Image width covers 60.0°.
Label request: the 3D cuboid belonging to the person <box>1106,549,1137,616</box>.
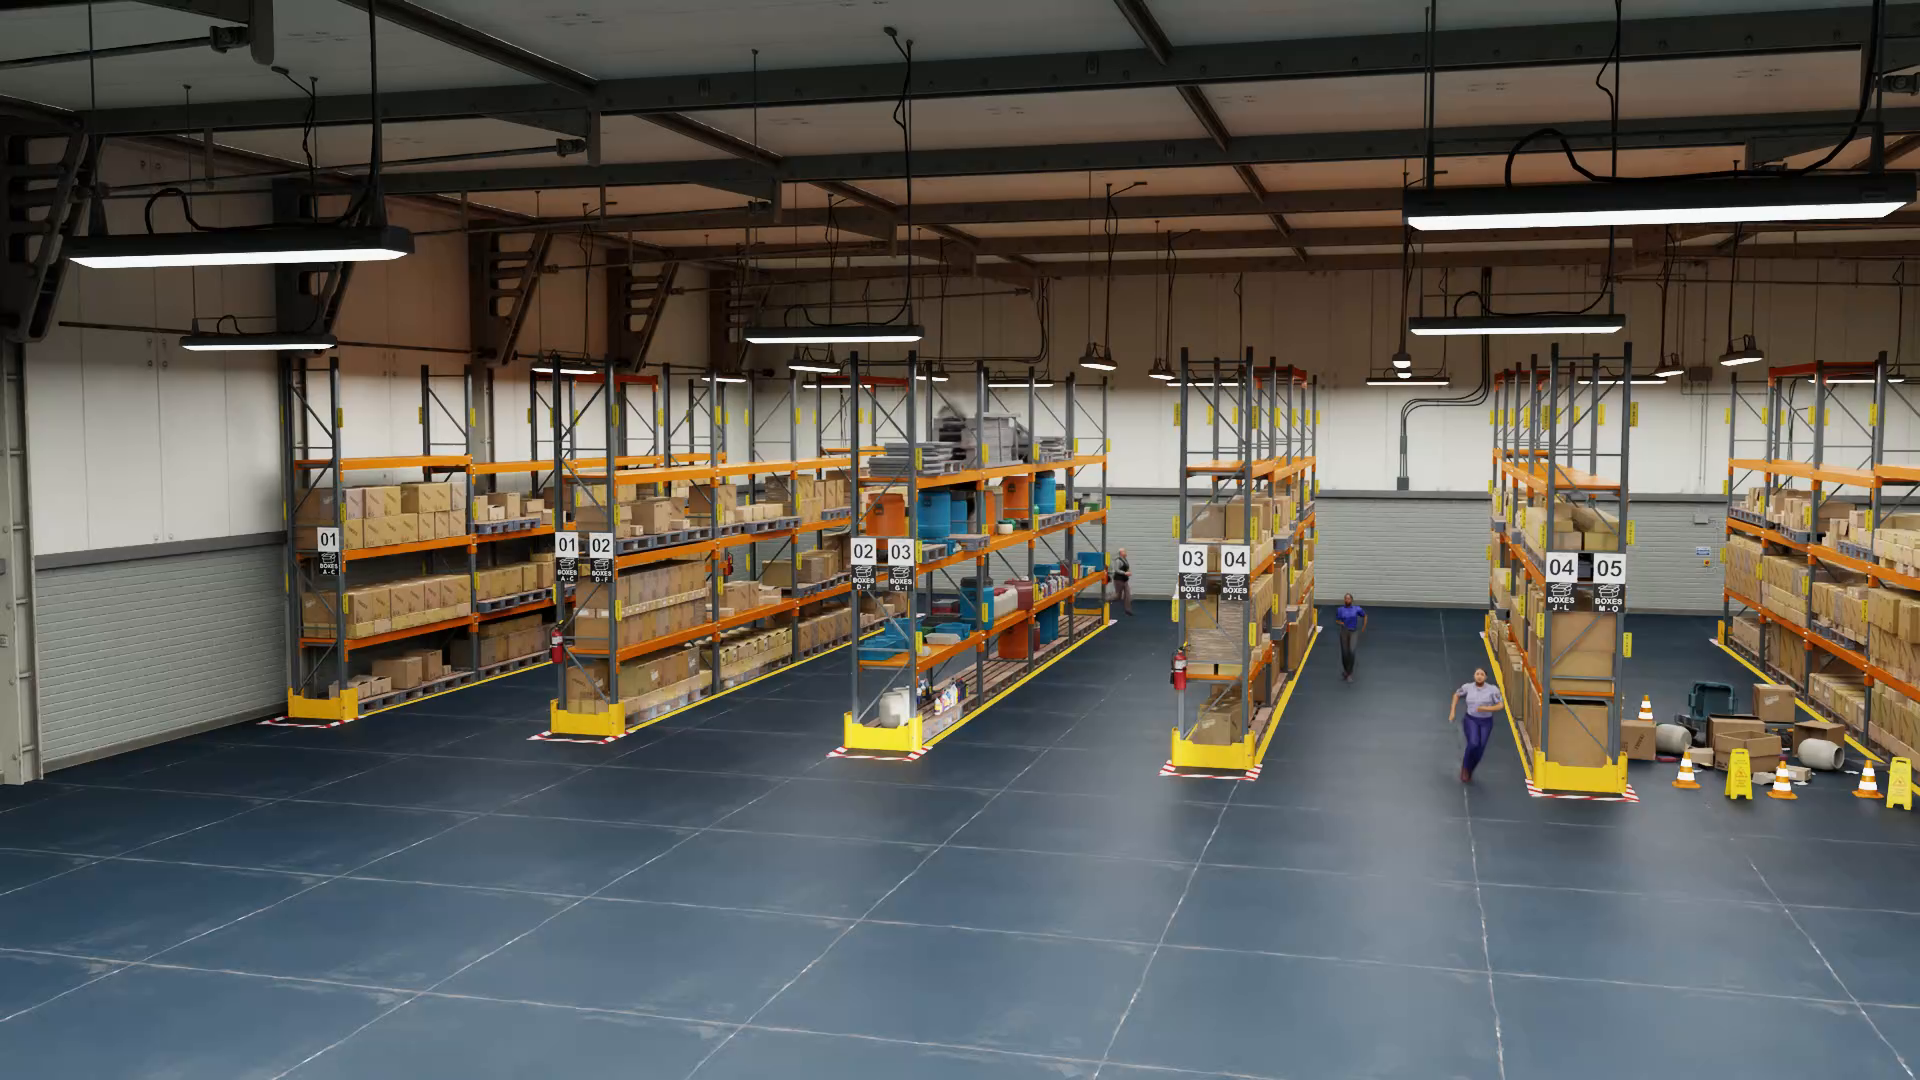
[{"bbox_3d":[4.094,1.070,42.164,0.839,1.723,0.670,2,5,27],"label":"person"}]

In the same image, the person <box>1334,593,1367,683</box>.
[{"bbox_3d":[7.435,1.865,31.764,0.583,1.672,0.867,2,4,21],"label":"person"}]

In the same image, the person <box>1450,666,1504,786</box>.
[{"bbox_3d":[7.072,2.527,22.703,0.649,1.617,0.624,0,4,5],"label":"person"}]

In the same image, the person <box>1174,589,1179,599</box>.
[{"bbox_3d":[4.922,1.537,35.976,0.621,1.644,0.637,1,4,8],"label":"person"}]
